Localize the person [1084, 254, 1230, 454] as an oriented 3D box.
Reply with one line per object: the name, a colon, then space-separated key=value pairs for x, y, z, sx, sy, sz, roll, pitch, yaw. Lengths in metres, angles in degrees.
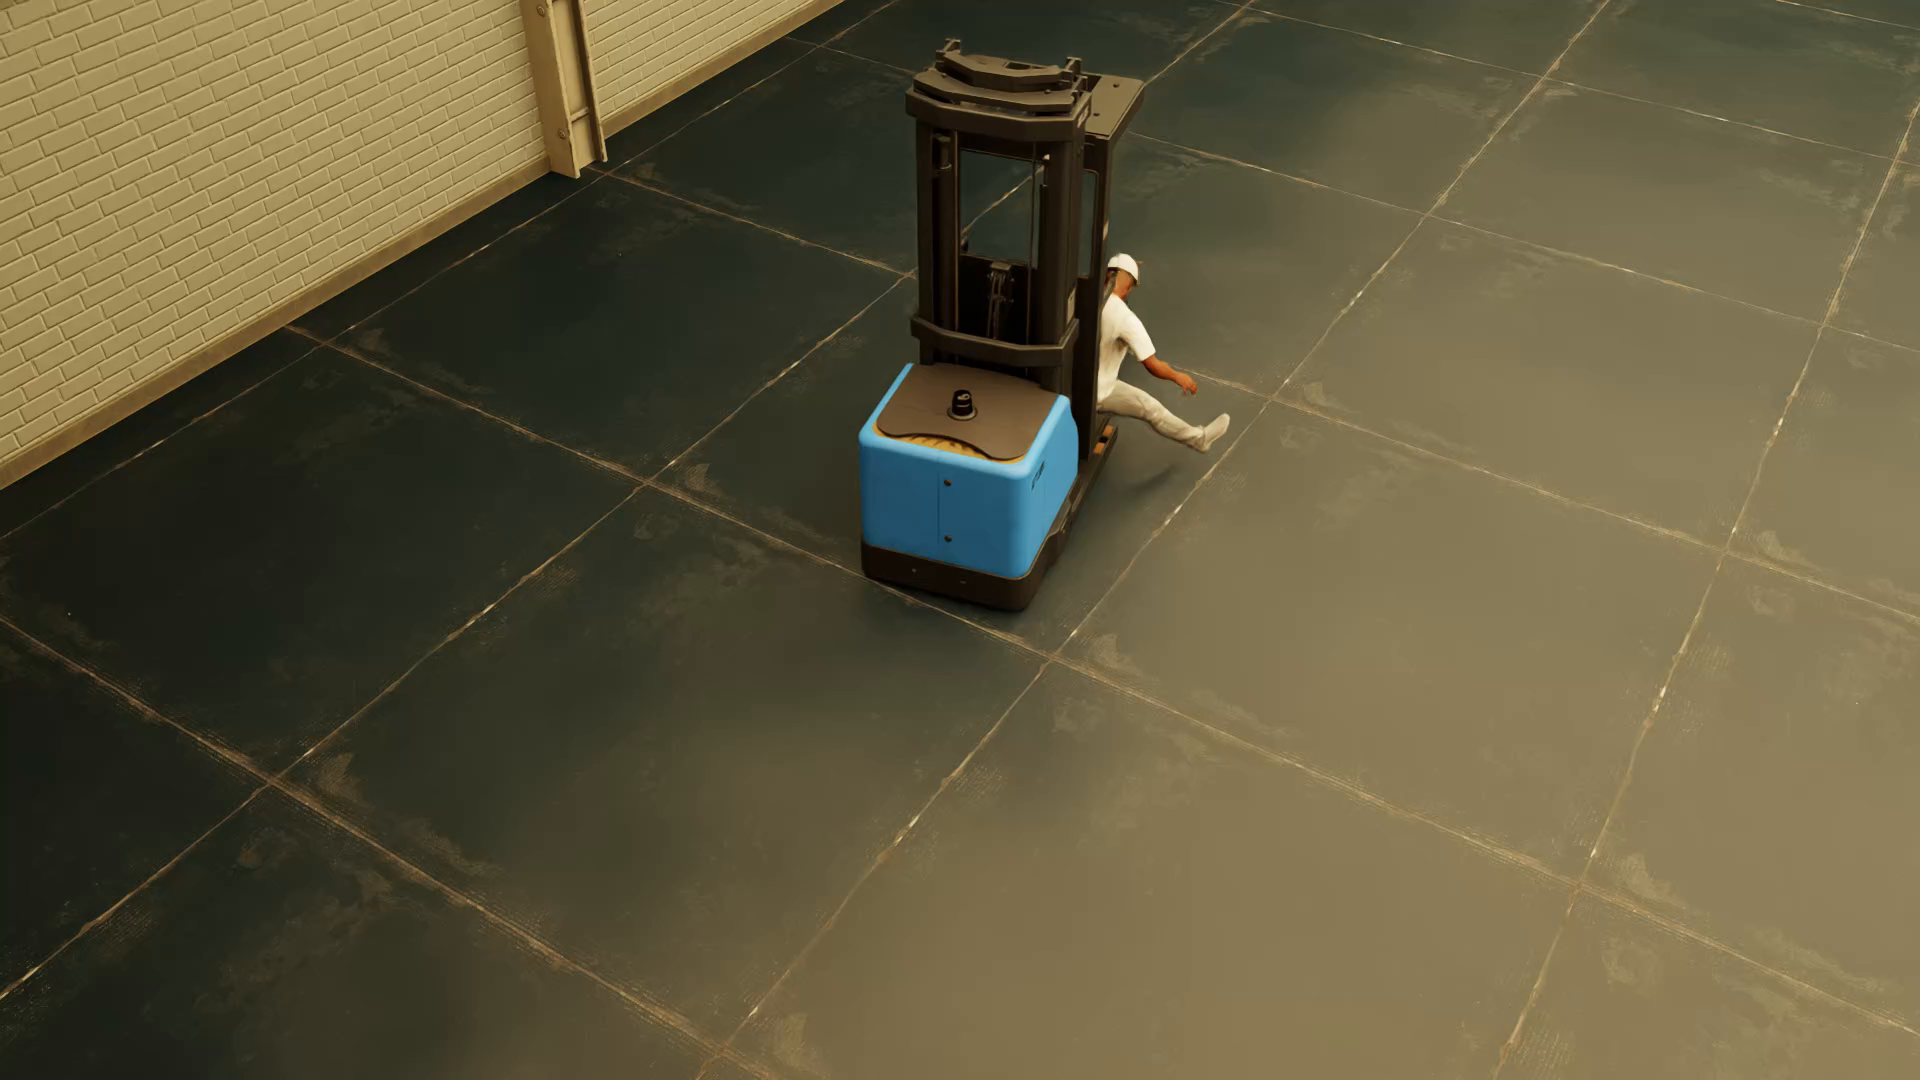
person: x=1.008 y=-1.158 z=10.519 sx=1.121 sy=1.439 sz=1.059 roll=-22 pitch=45 yaw=-24

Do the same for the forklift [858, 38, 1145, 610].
forklift: x=0.396 y=-1.672 z=9.940 sx=1.130 sy=2.935 sz=3.031 roll=13 pitch=42 yaw=15
